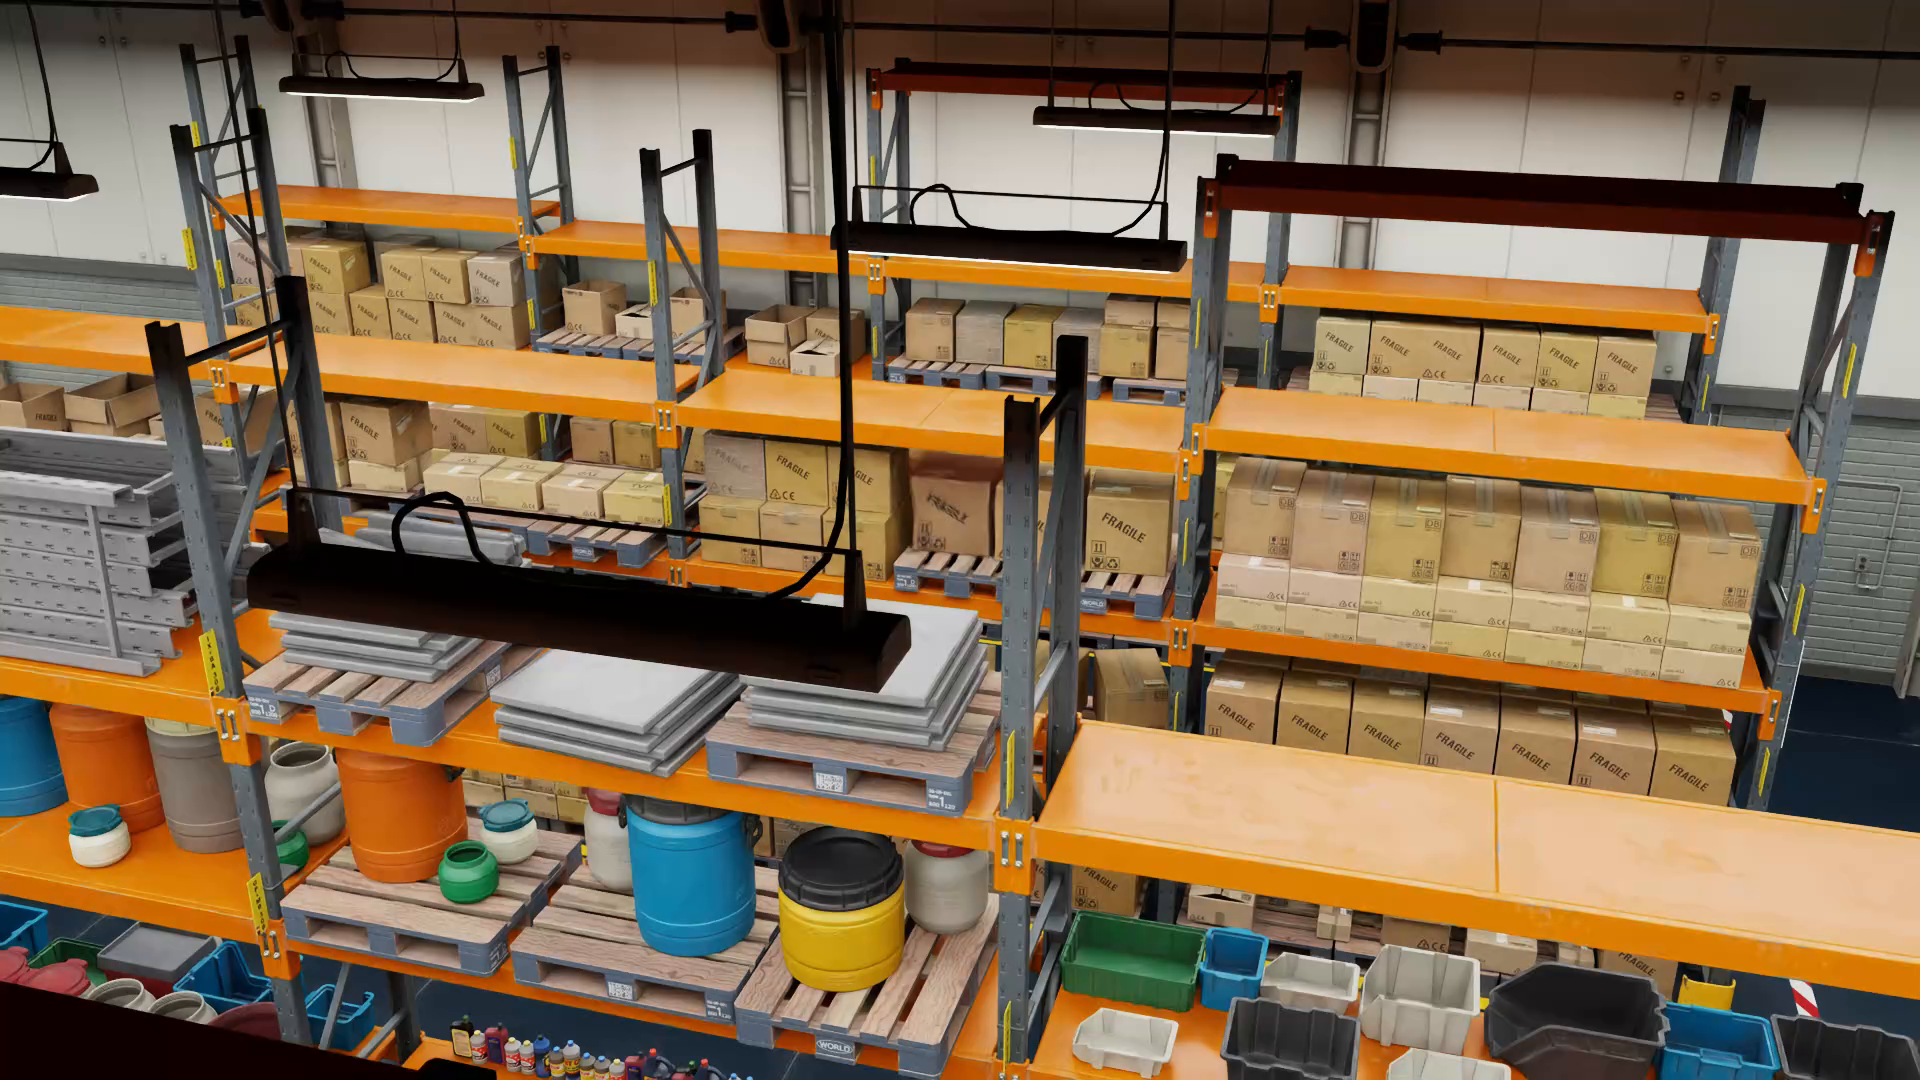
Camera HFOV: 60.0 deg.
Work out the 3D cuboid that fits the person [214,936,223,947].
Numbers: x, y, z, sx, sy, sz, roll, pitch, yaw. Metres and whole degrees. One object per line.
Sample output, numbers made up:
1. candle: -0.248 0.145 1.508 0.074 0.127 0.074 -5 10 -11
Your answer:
1. person: -5.194 3.040 11.123 0.607 1.733 1.062 -16 27 -34
